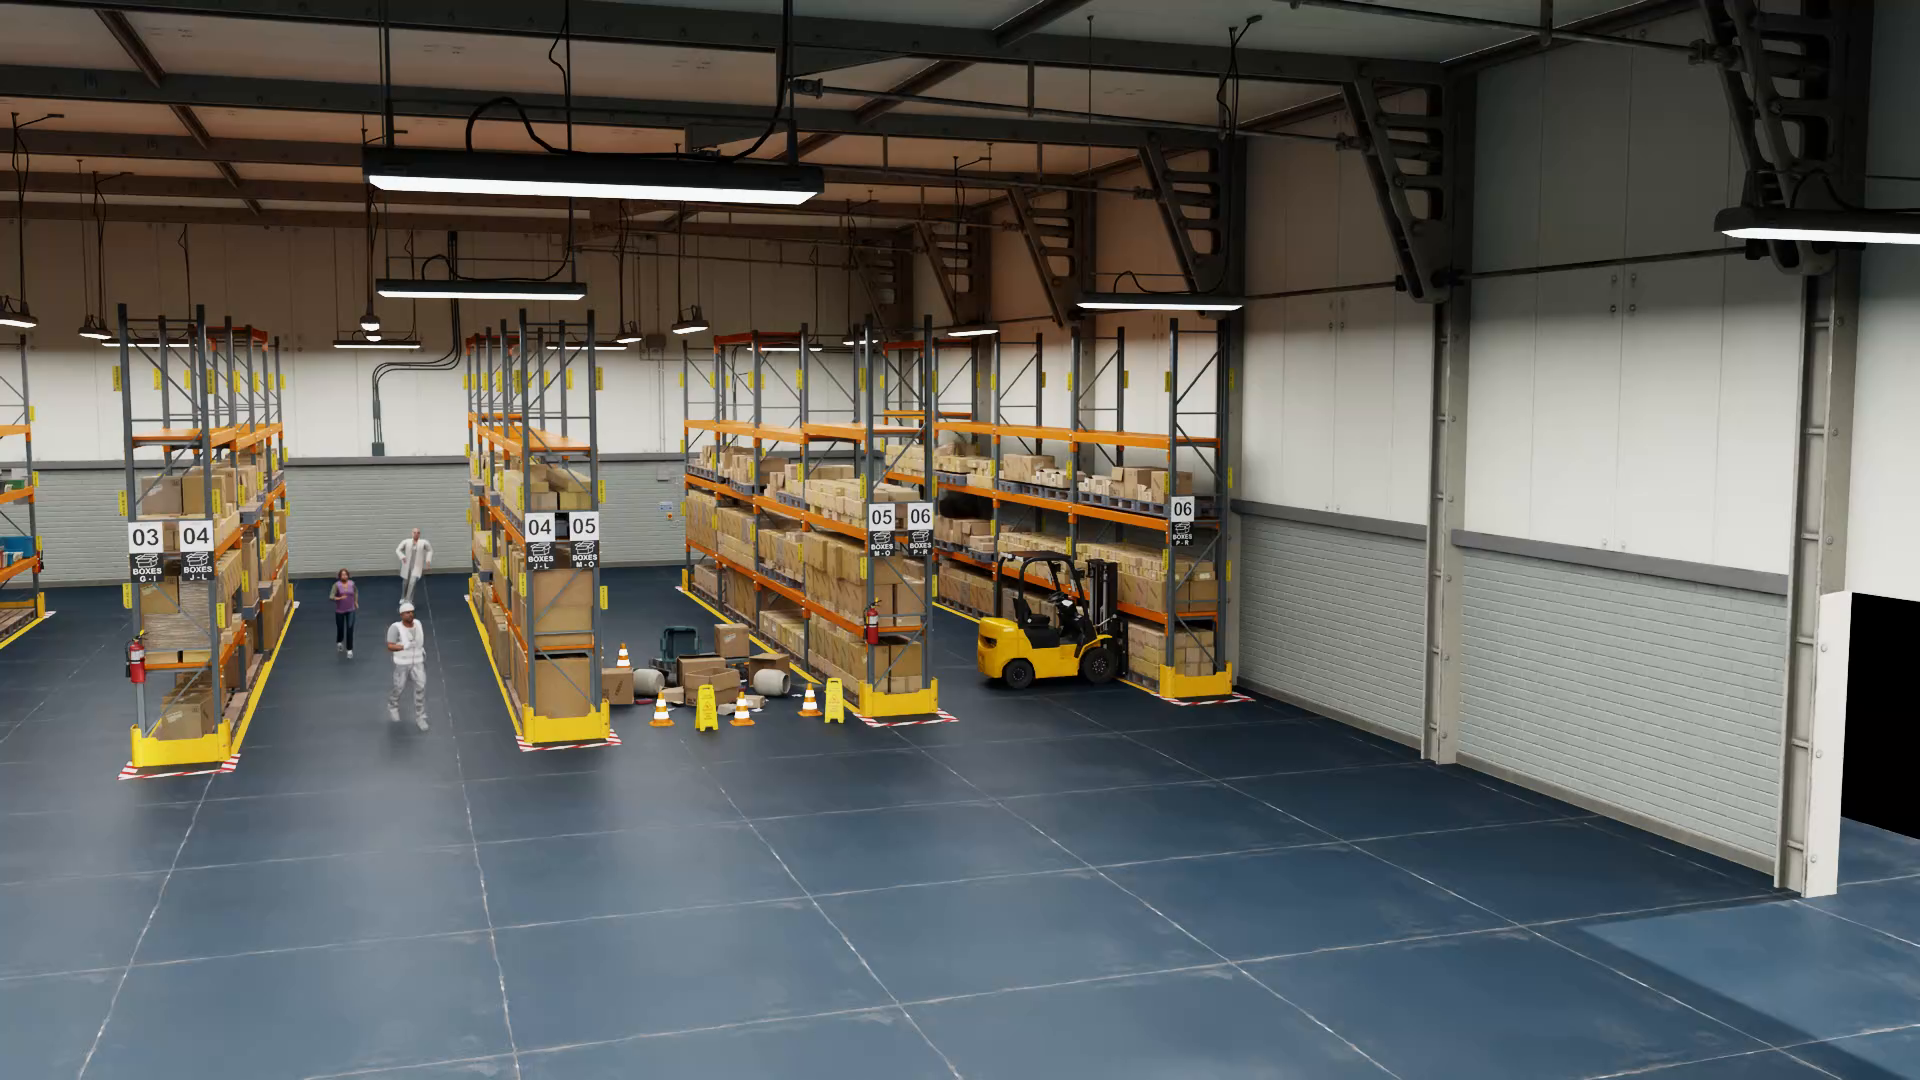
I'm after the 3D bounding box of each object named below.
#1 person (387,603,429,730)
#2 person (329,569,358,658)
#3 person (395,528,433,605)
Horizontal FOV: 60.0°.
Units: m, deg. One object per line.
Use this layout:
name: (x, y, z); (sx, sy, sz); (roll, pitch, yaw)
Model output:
person: (-8.008, 1.805, 24.105); (0.672, 1.812, 0.897); (-5, 8, -44)
person: (-11.221, 1.307, 30.313); (0.534, 1.593, 0.890); (-3, 6, -29)
person: (-12.108, 0.620, 36.849); (0.765, 1.760, 1.040); (-1, 6, -10)
